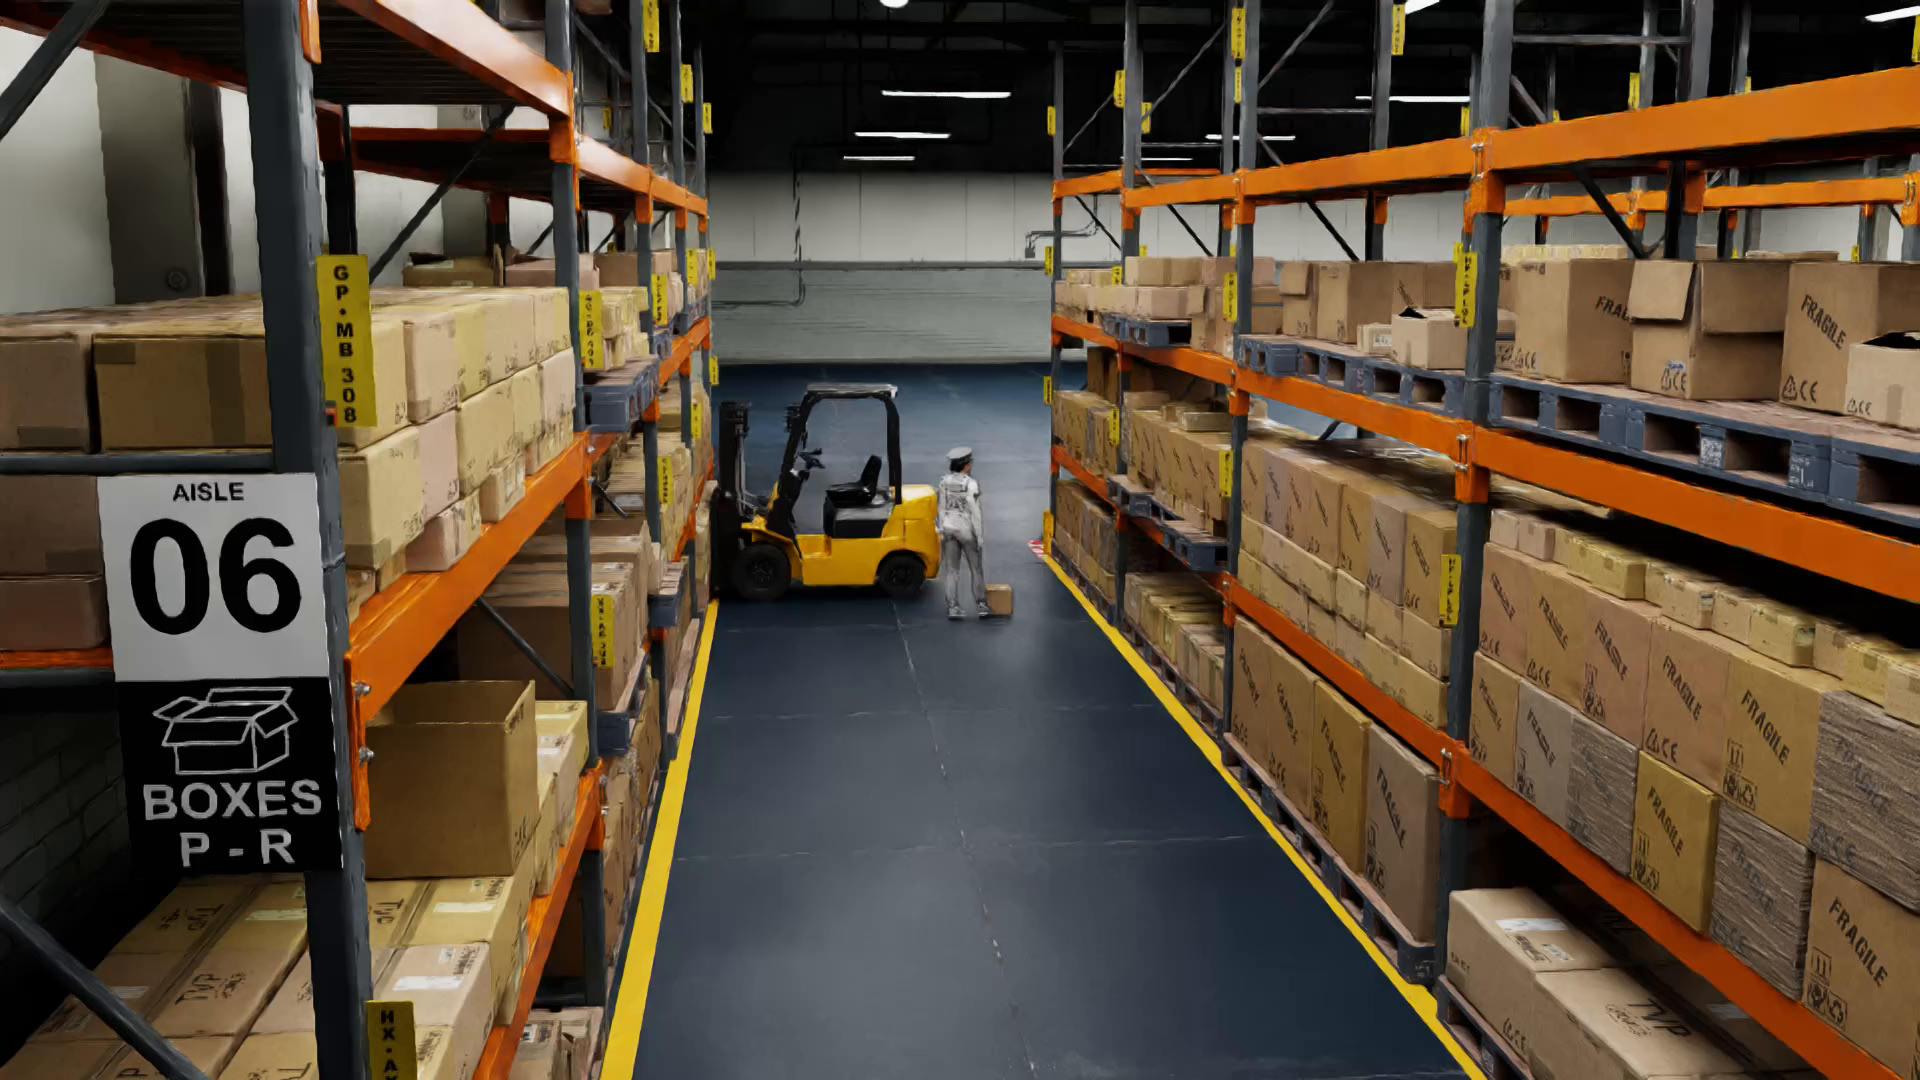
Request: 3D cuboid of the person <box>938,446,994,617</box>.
[{"bbox_3d":[0.057,-0.086,16.275,0.484,1.693,0.526,7,12,35],"label":"person"}]
